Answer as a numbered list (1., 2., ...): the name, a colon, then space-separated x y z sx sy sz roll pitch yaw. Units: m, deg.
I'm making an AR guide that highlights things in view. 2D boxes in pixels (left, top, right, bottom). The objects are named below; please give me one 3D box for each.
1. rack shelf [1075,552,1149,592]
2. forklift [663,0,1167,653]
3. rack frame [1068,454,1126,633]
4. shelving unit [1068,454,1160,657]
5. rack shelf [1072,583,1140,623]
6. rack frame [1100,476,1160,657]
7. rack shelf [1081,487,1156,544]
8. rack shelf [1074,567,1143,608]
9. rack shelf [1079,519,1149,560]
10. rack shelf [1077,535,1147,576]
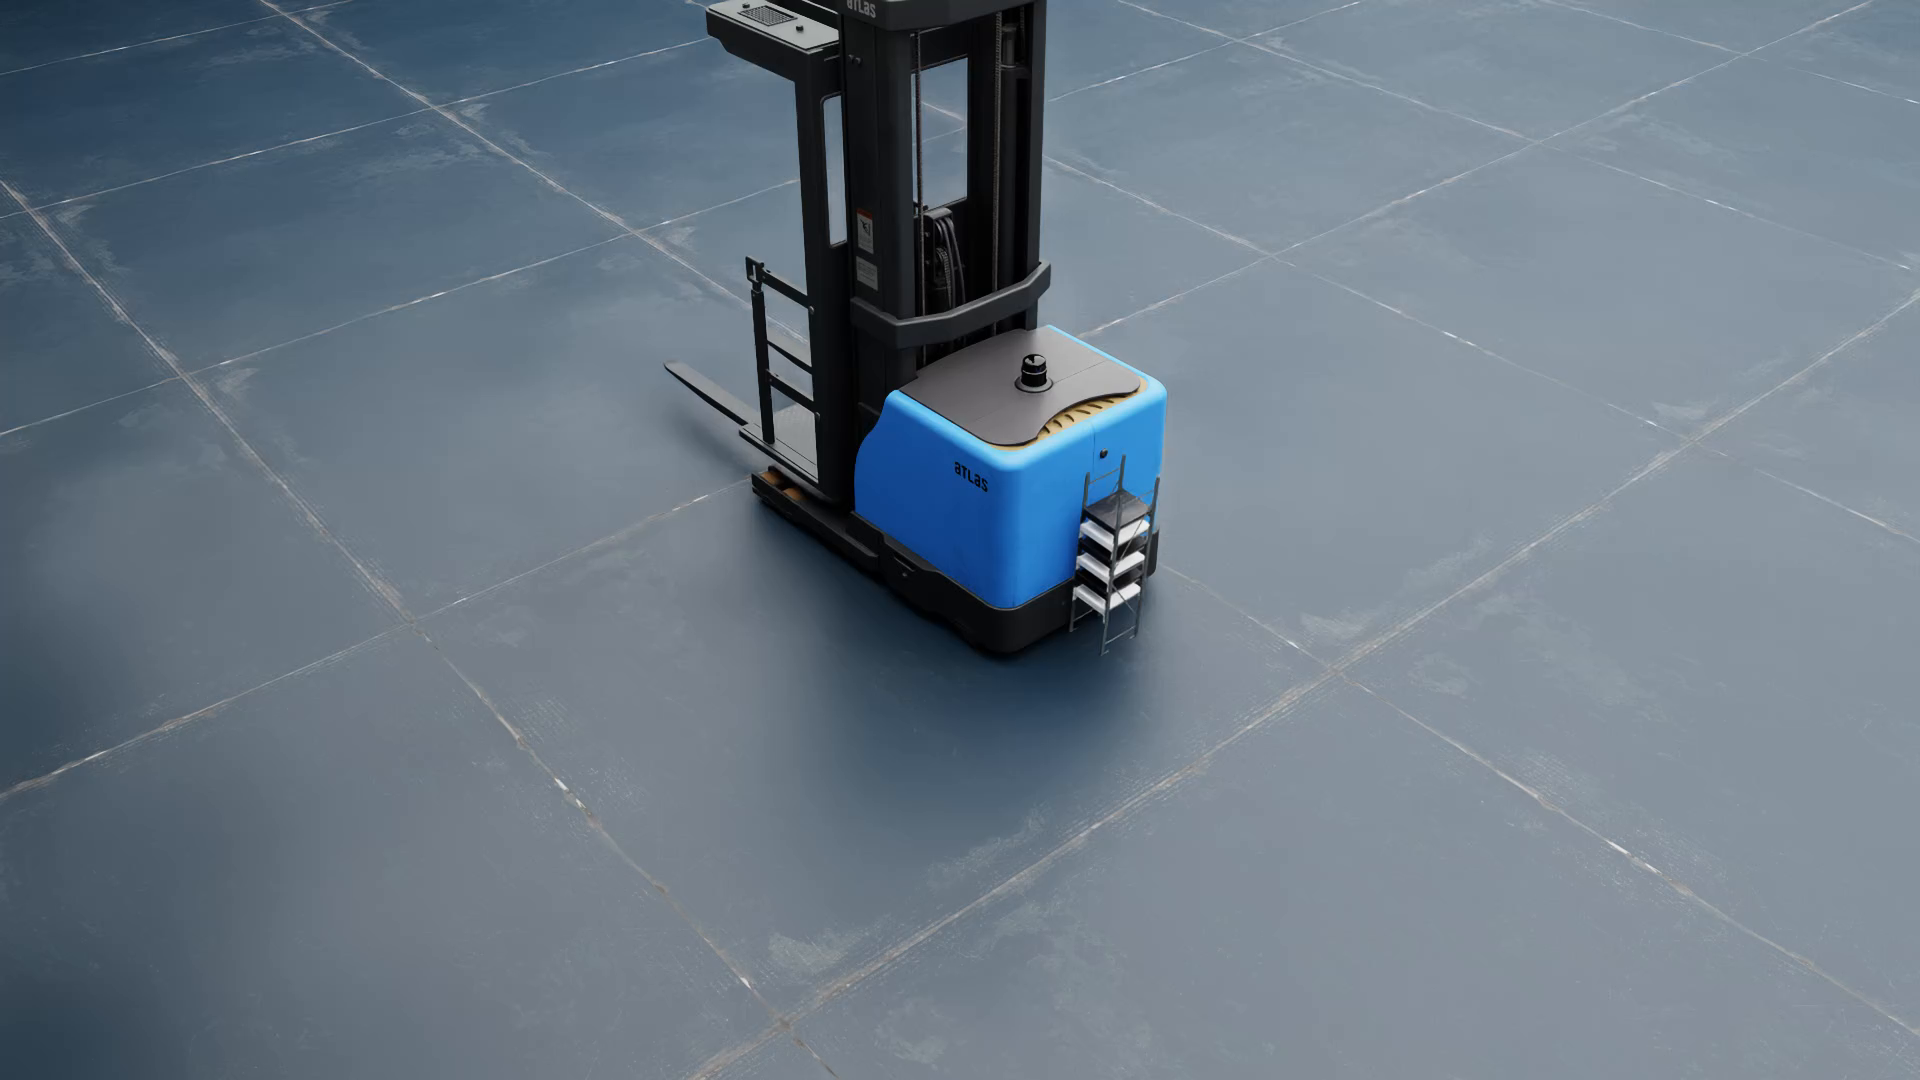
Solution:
1. rack shelf: 0.674 0.103 7.373 0.258 0.077 0.200 -27 47 -32
2. forklift: -0.409 -1.468 7.787 1.130 2.935 3.031 -27 43 -32
3. rack frame: 0.608 0.027 7.411 0.240 0.900 0.006 -27 47 -32
4. shelving unit: 0.675 0.077 7.352 0.258 0.900 0.210 -27 47 -32
5. rack shelf: 0.666 0.244 7.484 0.258 0.077 0.200 -27 47 -32
6. rack frame: 0.742 0.126 7.294 0.240 0.900 0.006 -27 47 -32
7. rack shelf: 0.685 -0.109 7.207 0.258 0.077 0.200 -27 47 -32
8. rack shelf: 0.670 0.174 7.428 0.258 0.077 0.200 -27 47 -32
9. rack shelf: 0.681 -0.039 7.262 0.258 0.077 0.200 -27 47 -32
10. rack shelf: 0.677 0.032 7.318 0.258 0.077 0.200 -27 47 -32
